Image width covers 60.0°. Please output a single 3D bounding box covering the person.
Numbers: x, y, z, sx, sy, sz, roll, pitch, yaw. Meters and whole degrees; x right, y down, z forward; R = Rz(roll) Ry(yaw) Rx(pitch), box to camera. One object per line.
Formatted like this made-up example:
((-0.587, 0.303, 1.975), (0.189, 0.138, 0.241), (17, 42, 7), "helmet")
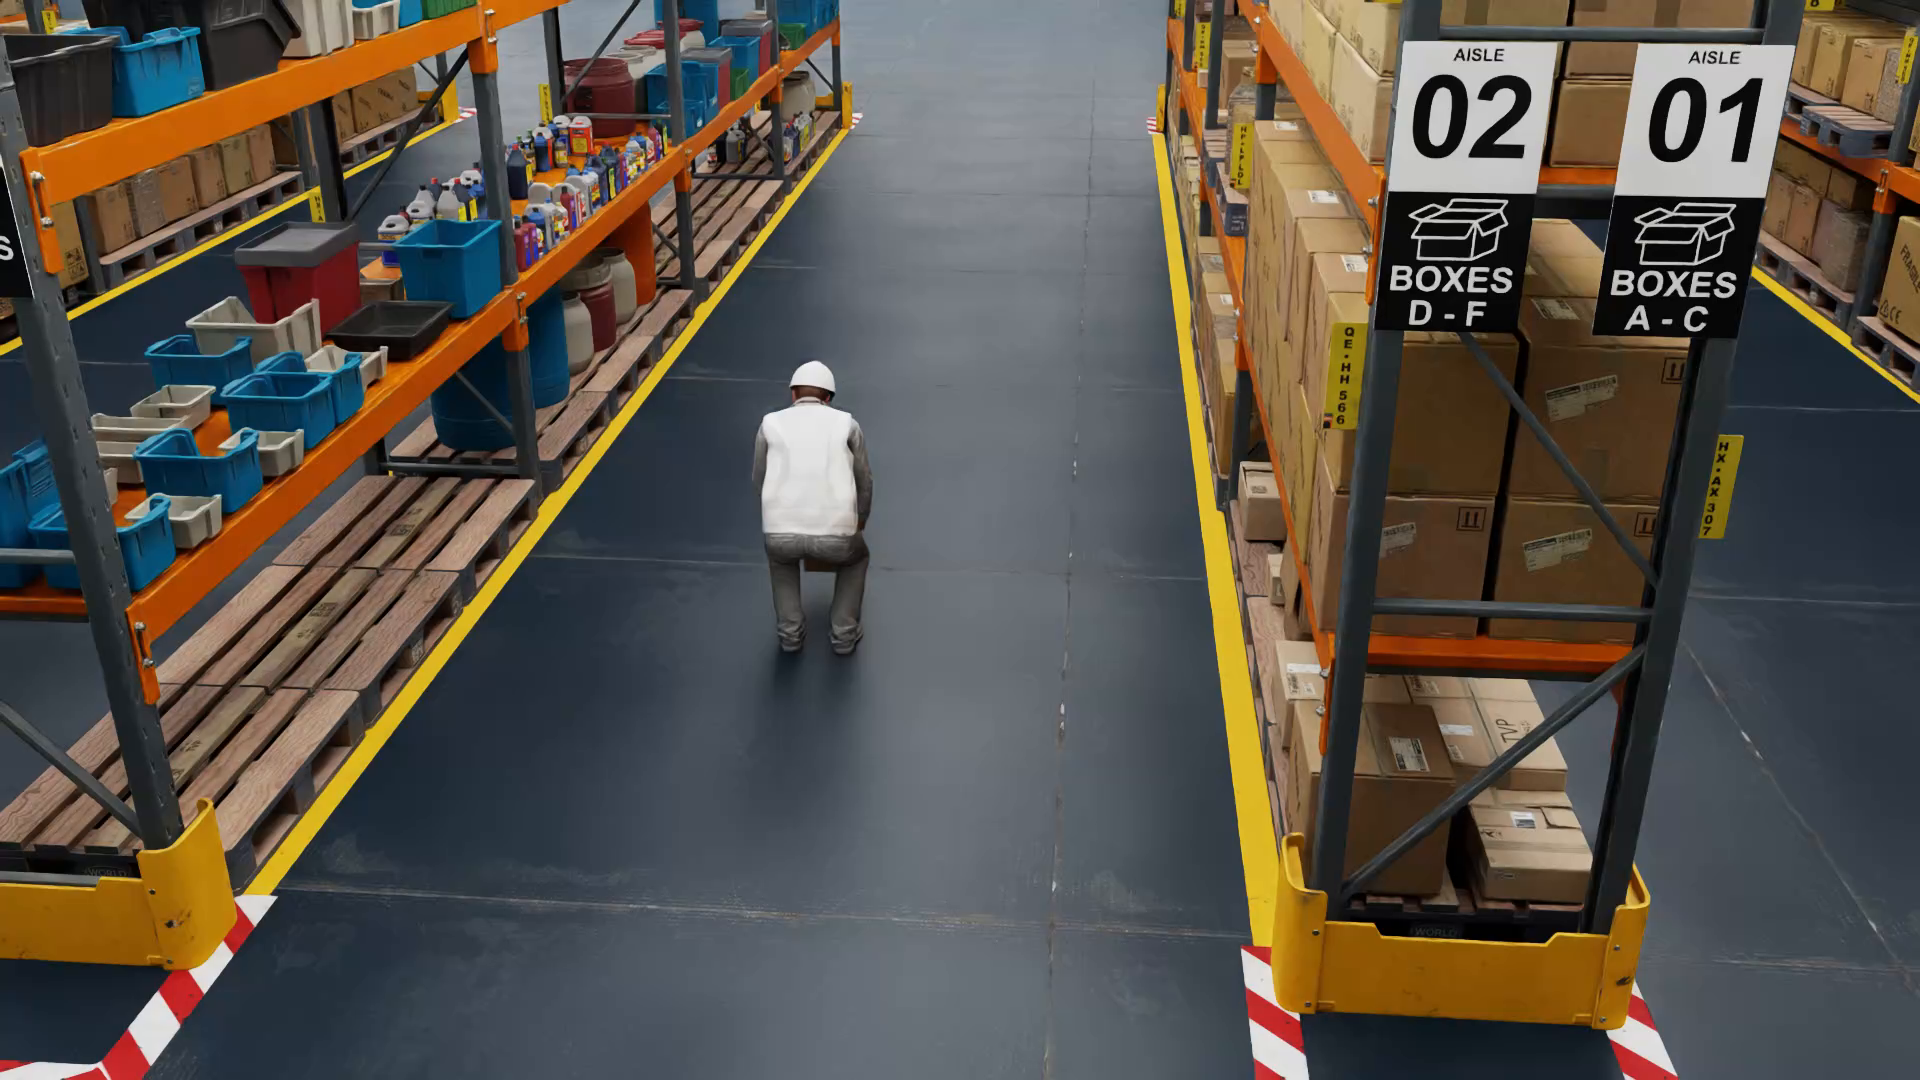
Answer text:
((-0.721, -0.135, 7.944), (0.586, 1.304, 0.820), (2, 24, 4), "person")
